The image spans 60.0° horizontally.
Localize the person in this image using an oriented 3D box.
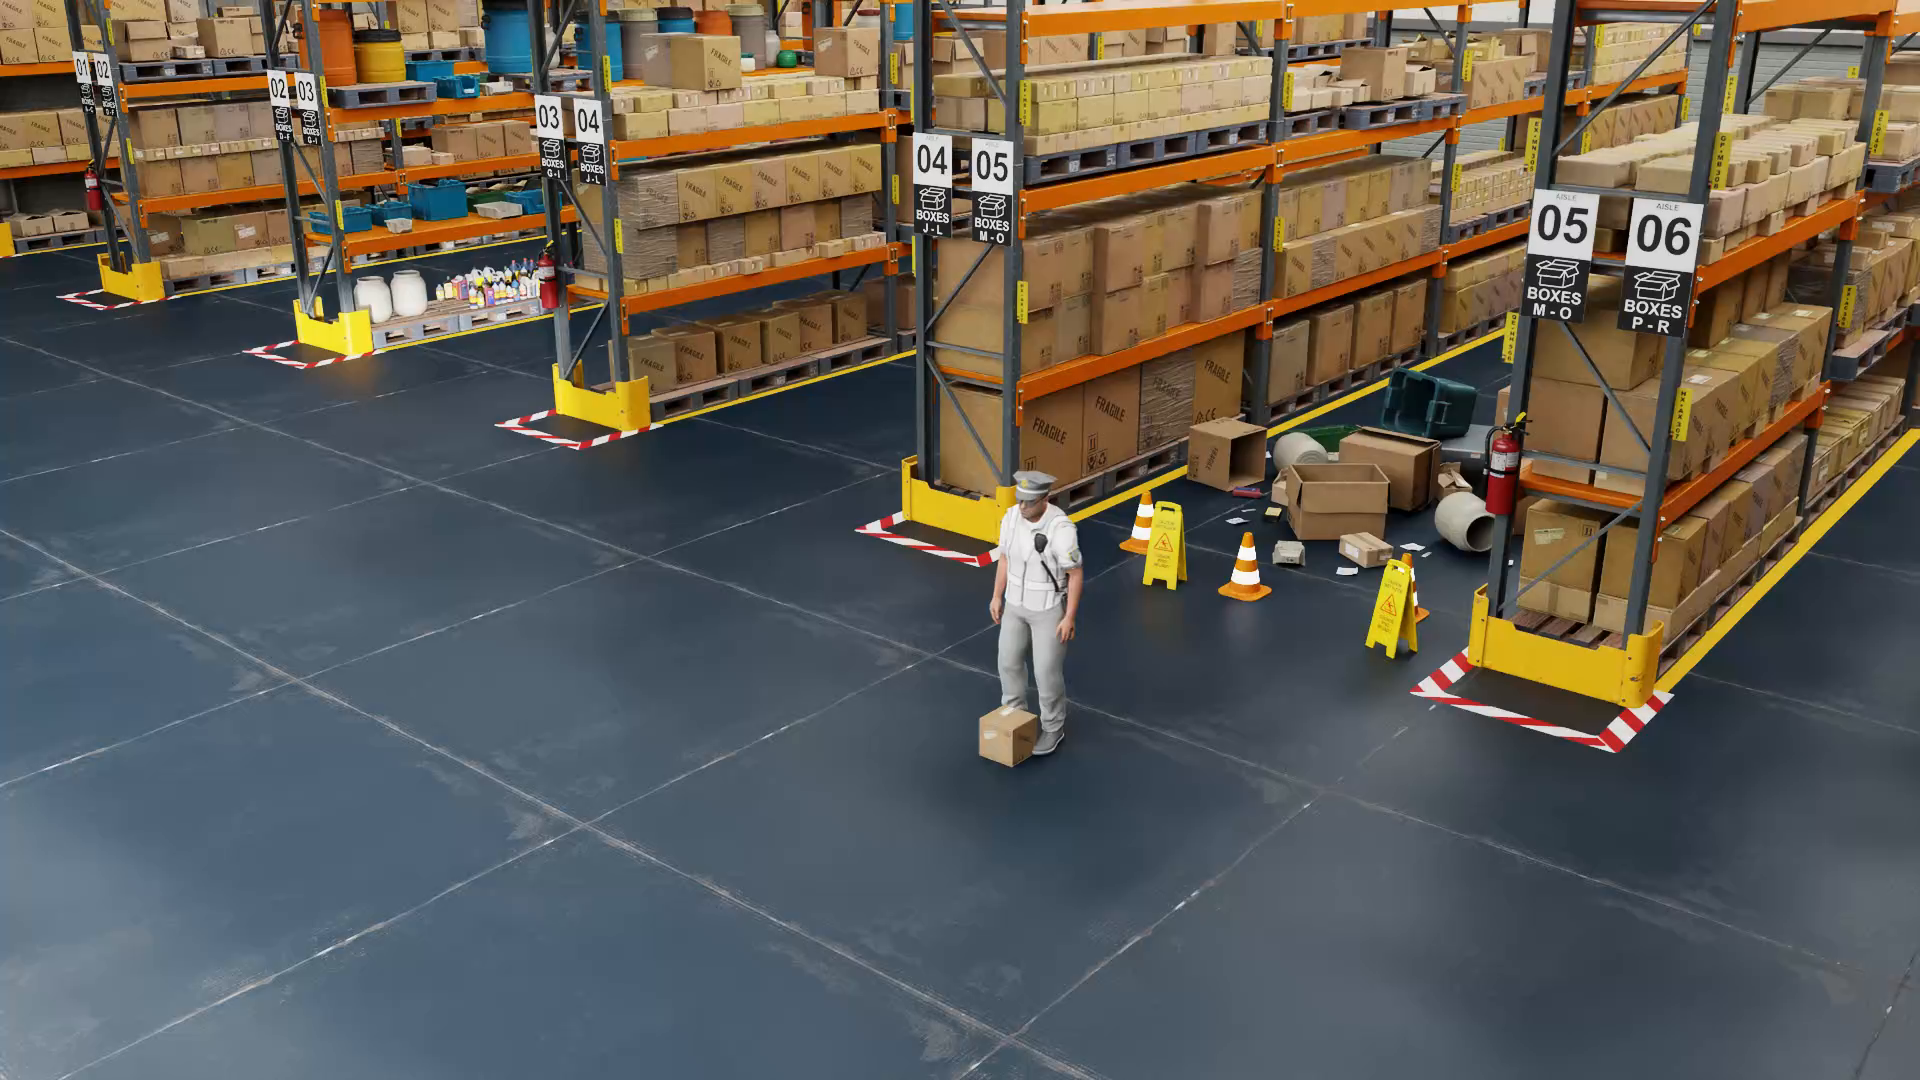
[{"bbox_3d":[0.462,0.401,9.964,0.595,1.748,0.433,15,25,35],"label":"person"}]
